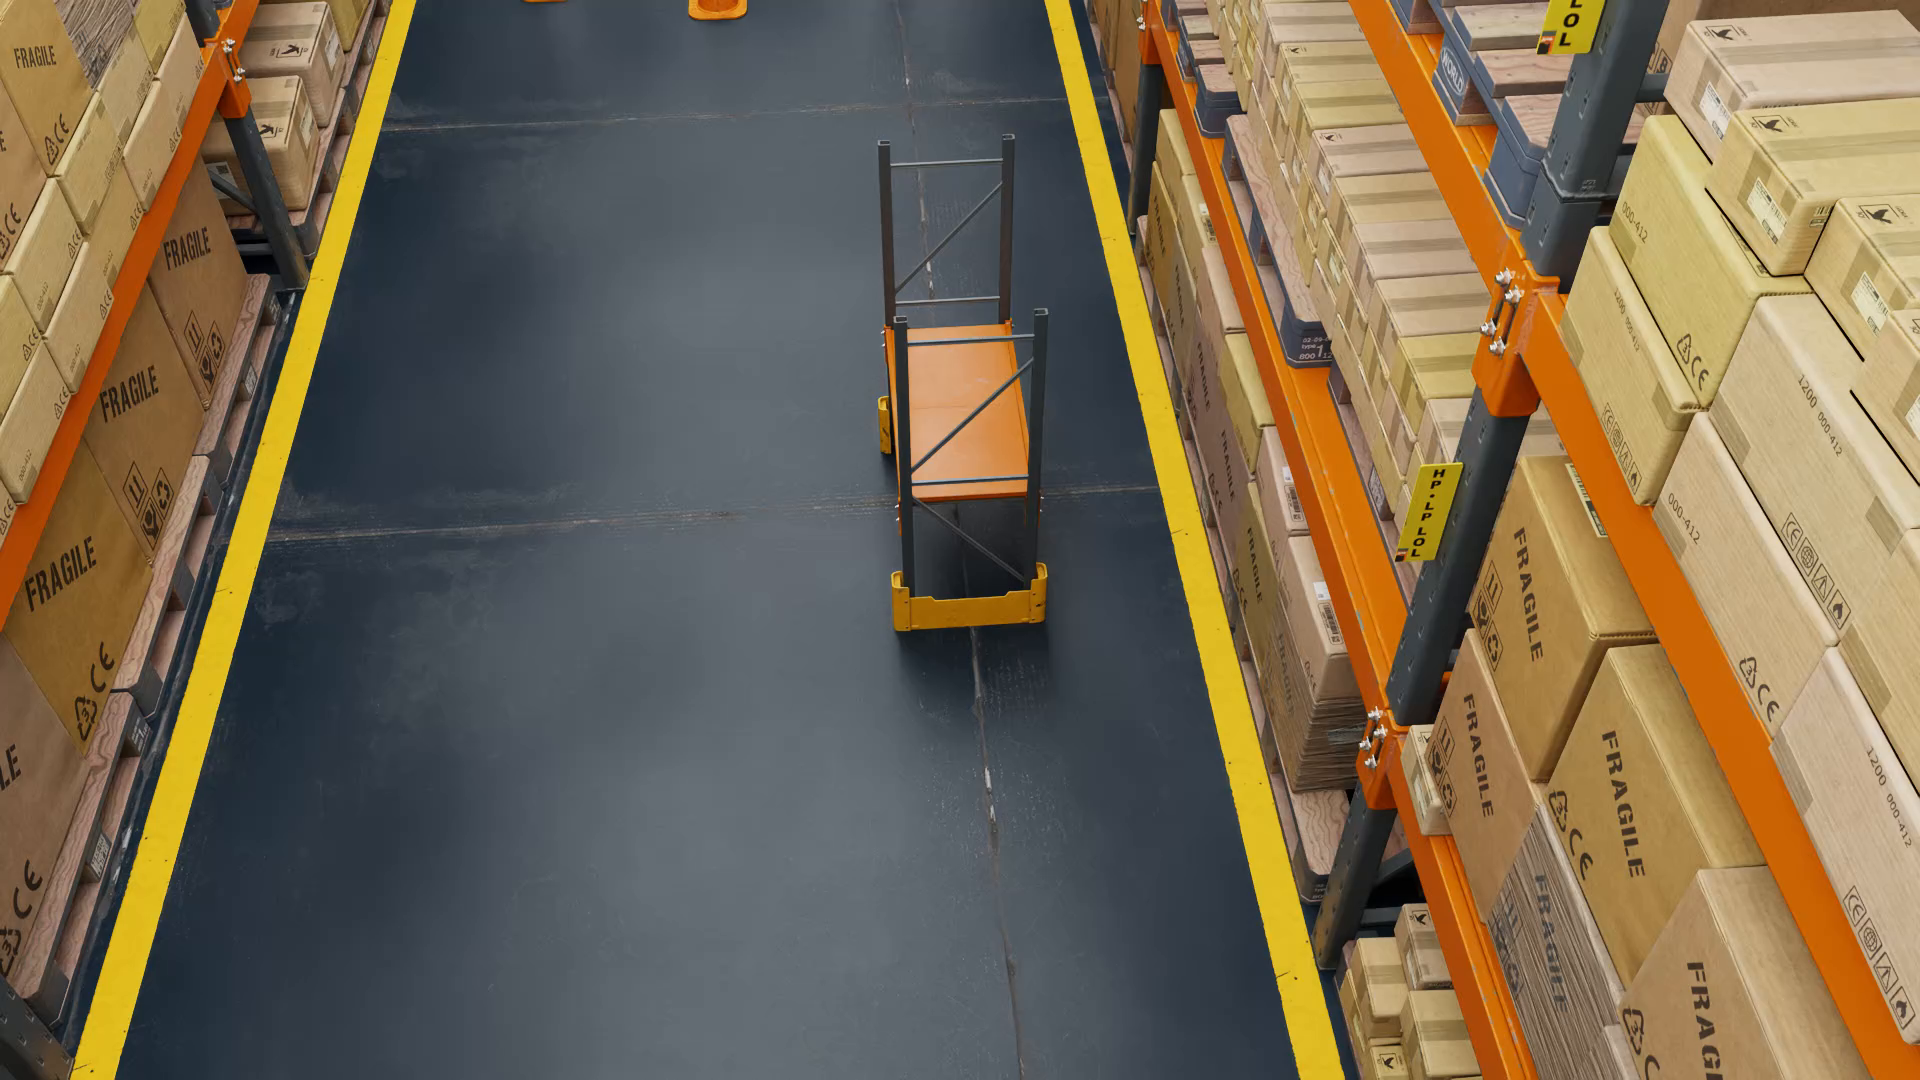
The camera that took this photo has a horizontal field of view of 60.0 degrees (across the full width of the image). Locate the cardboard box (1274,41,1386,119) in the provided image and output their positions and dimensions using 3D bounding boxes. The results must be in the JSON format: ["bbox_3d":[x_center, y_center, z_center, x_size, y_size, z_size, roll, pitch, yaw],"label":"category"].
[{"bbox_3d":[1.285,-1.560,5.635,0.380,0.149,0.250,-2,47,-2],"label":"cardboard box"}]

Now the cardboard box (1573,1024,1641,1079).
[{"bbox_3d":[1.507,1.261,3.216,0.500,0.500,0.500,-4,47,-4],"label":"cardboard box"}]

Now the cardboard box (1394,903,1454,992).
[{"bbox_3d":[1.485,1.193,4.819,0.380,0.149,0.250,-2,47,-2],"label":"cardboard box"}]

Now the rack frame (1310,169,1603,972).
[{"bbox_3d":[1.662,0.300,4.400,1.000,3.000,0.127,-3,47,-3],"label":"rack frame"}]

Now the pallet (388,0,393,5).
[{"bbox_3d":[-3.865,-3.592,10.007,1.003,0.211,1.213,-3,47,-3],"label":"pallet"}]

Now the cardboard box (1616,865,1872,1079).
[{"bbox_3d":[1.527,0.901,2.868,0.500,0.500,0.500,-3,47,-3],"label":"cardboard box"}]

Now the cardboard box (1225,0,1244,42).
[{"bbox_3d":[1.218,-2.004,6.261,0.380,0.149,0.250,-5,47,-5],"label":"cardboard box"}]

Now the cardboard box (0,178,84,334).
[{"bbox_3d":[-3.150,-0.890,5.286,0.500,0.250,0.500,-5,47,-4],"label":"cardboard box"}]

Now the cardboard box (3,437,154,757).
[{"bbox_3d":[-3.477,0.163,5.704,0.875,0.875,0.875,-2,47,-2],"label":"cardboard box"}]

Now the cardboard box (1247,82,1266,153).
[{"bbox_3d":[1.258,-1.539,6.026,0.380,0.149,0.250,-2,47,-2],"label":"cardboard box"}]

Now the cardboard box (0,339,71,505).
[{"bbox_3d":[-3.108,-0.355,5.124,0.500,0.250,0.500,-4,47,-4],"label":"cardboard box"}]

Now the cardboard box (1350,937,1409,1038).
[{"bbox_3d":[1.374,1.315,4.908,0.380,0.149,0.250,-2,47,-1],"label":"cardboard box"}]

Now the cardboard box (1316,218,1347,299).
[{"bbox_3d":[1.343,-0.893,5.208,0.380,0.149,0.250,-6,47,-5],"label":"cardboard box"}]

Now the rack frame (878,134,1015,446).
[{"bbox_3d":[-0.050,-0.945,6.612,0.500,1.500,0.032,-3,47,-3],"label":"rack frame"}]

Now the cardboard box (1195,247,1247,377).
[{"bbox_3d":[1.215,-0.898,6.450,0.500,0.250,0.500,-3,47,-3],"label":"cardboard box"}]

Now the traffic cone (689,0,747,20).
[{"bbox_3d":[-1.412,-3.281,9.539,0.336,0.463,0.334,-3,47,-3],"label":"traffic cone"}]

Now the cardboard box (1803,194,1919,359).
[{"bbox_3d":[1.512,-0.387,2.469,0.380,0.149,0.250,-4,47,-4],"label":"cardboard box"}]

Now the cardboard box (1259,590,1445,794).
[{"bbox_3d":[1.349,0.495,5.648,0.500,0.500,0.500,-4,47,-4],"label":"cardboard box"}]

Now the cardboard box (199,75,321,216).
[{"bbox_3d":[-3.634,-1.871,7.976,0.950,0.372,0.625,-6,47,-6],"label":"cardboard box"}]

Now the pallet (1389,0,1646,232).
[{"bbox_3d":[1.717,-1.120,3.808,1.213,0.211,1.003,-3,47,-3],"label":"pallet"}]

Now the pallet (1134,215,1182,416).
[{"bbox_3d":[1.391,-1.070,7.618,1.003,0.211,1.213,-3,47,-3],"label":"pallet"}]

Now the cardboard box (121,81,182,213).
[{"bbox_3d":[-3.237,-1.450,6.161,0.500,0.250,0.500,-3,47,-3],"label":"cardboard box"}]

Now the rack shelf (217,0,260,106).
[{"bbox_3d":[-3.764,-3.420,8.418,1.077,0.370,4.000,-3,47,-3],"label":"rack shelf"}]

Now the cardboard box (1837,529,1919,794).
[{"bbox_3d":[1.529,0.236,2.153,0.500,0.250,0.500,-3,47,-3],"label":"cardboard box"}]

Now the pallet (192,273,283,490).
[{"bbox_3d":[-3.606,-0.686,7.255,1.003,0.211,1.213,-3,47,-3],"label":"pallet"}]

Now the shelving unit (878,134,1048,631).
[{"bbox_3d":[-0.006,-0.571,6.258,0.587,1.500,1.083,-3,47,-3],"label":"shelving unit"}]

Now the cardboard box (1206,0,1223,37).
[{"bbox_3d":[1.186,-2.122,6.578,0.380,0.149,0.250,-1,47,-1],"label":"cardboard box"}]

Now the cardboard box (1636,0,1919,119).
[{"bbox_3d":[1.740,-1.191,3.388,0.700,0.500,0.500,-3,47,-3],"label":"cardboard box"}]

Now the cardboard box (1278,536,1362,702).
[{"bbox_3d":[1.348,0.234,5.379,0.500,0.250,0.500,-5,47,-4],"label":"cardboard box"}]

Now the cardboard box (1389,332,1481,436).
[{"bbox_3d":[1.411,-0.436,4.571,0.380,0.149,0.250,-5,47,-4],"label":"cardboard box"}]

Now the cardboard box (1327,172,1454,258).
[{"bbox_3d":[1.352,-0.991,5.096,0.380,0.149,0.250,-5,47,-5],"label":"cardboard box"}]

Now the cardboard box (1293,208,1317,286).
[{"bbox_3d":[1.319,-0.976,5.492,0.380,0.149,0.250,-2,47,-2],"label":"cardboard box"}]

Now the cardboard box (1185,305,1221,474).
[{"bbox_3d":[1.226,-0.617,6.701,0.500,0.500,0.500,-5,47,-4],"label":"cardboard box"}]

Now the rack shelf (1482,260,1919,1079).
[{"bbox_3d":[1.830,0.963,2.202,1.077,0.370,4.000,-3,47,-3],"label":"rack shelf"}]

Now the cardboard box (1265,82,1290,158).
[{"bbox_3d":[1.277,-1.461,5.747,0.380,0.149,0.250,-4,47,-4],"label":"cardboard box"}]

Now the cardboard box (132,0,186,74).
[{"bbox_3d":[-3.303,-2.006,6.343,0.500,0.250,0.500,-4,47,-3],"label":"cardboard box"}]

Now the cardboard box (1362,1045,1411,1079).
[{"bbox_3d":[1.395,1.611,4.832,0.380,0.149,0.250,-2,47,-2],"label":"cardboard box"}]

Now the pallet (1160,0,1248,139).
[{"bbox_3d":[1.493,-2.019,6.728,1.213,0.211,1.003,-3,47,-3],"label":"pallet"}]

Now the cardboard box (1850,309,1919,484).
[{"bbox_3d":[1.489,-0.196,2.288,0.380,0.149,0.250,-5,47,-4],"label":"cardboard box"}]

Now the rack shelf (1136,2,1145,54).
[{"bbox_3d":[1.160,-3.794,8.773,1.077,0.370,4.000,-3,47,-3],"label":"rack shelf"}]

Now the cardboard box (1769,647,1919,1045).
[{"bbox_3d":[1.513,0.411,2.332,0.500,0.250,0.500,-2,47,-2],"label":"cardboard box"}]

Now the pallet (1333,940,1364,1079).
[{"bbox_3d":[1.754,1.742,4.954,1.003,0.211,1.213,-3,47,-3],"label":"pallet"}]

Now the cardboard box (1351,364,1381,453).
[{"bbox_3d":[1.390,-0.402,4.948,0.380,0.149,0.250,-4,47,-3],"label":"cardboard box"}]

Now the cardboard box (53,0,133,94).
[{"bbox_3d":[-3.242,-1.870,5.697,0.500,0.500,0.500,-3,47,-3],"label":"cardboard box"}]

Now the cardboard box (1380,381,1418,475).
[{"bbox_3d":[1.409,-0.327,4.673,0.380,0.149,0.250,-3,47,-3],"label":"cardboard box"}]

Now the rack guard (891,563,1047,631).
[{"bbox_3d":[0.035,0.219,6.370,0.587,0.250,0.087,-3,47,-3],"label":"rack guard"}]
